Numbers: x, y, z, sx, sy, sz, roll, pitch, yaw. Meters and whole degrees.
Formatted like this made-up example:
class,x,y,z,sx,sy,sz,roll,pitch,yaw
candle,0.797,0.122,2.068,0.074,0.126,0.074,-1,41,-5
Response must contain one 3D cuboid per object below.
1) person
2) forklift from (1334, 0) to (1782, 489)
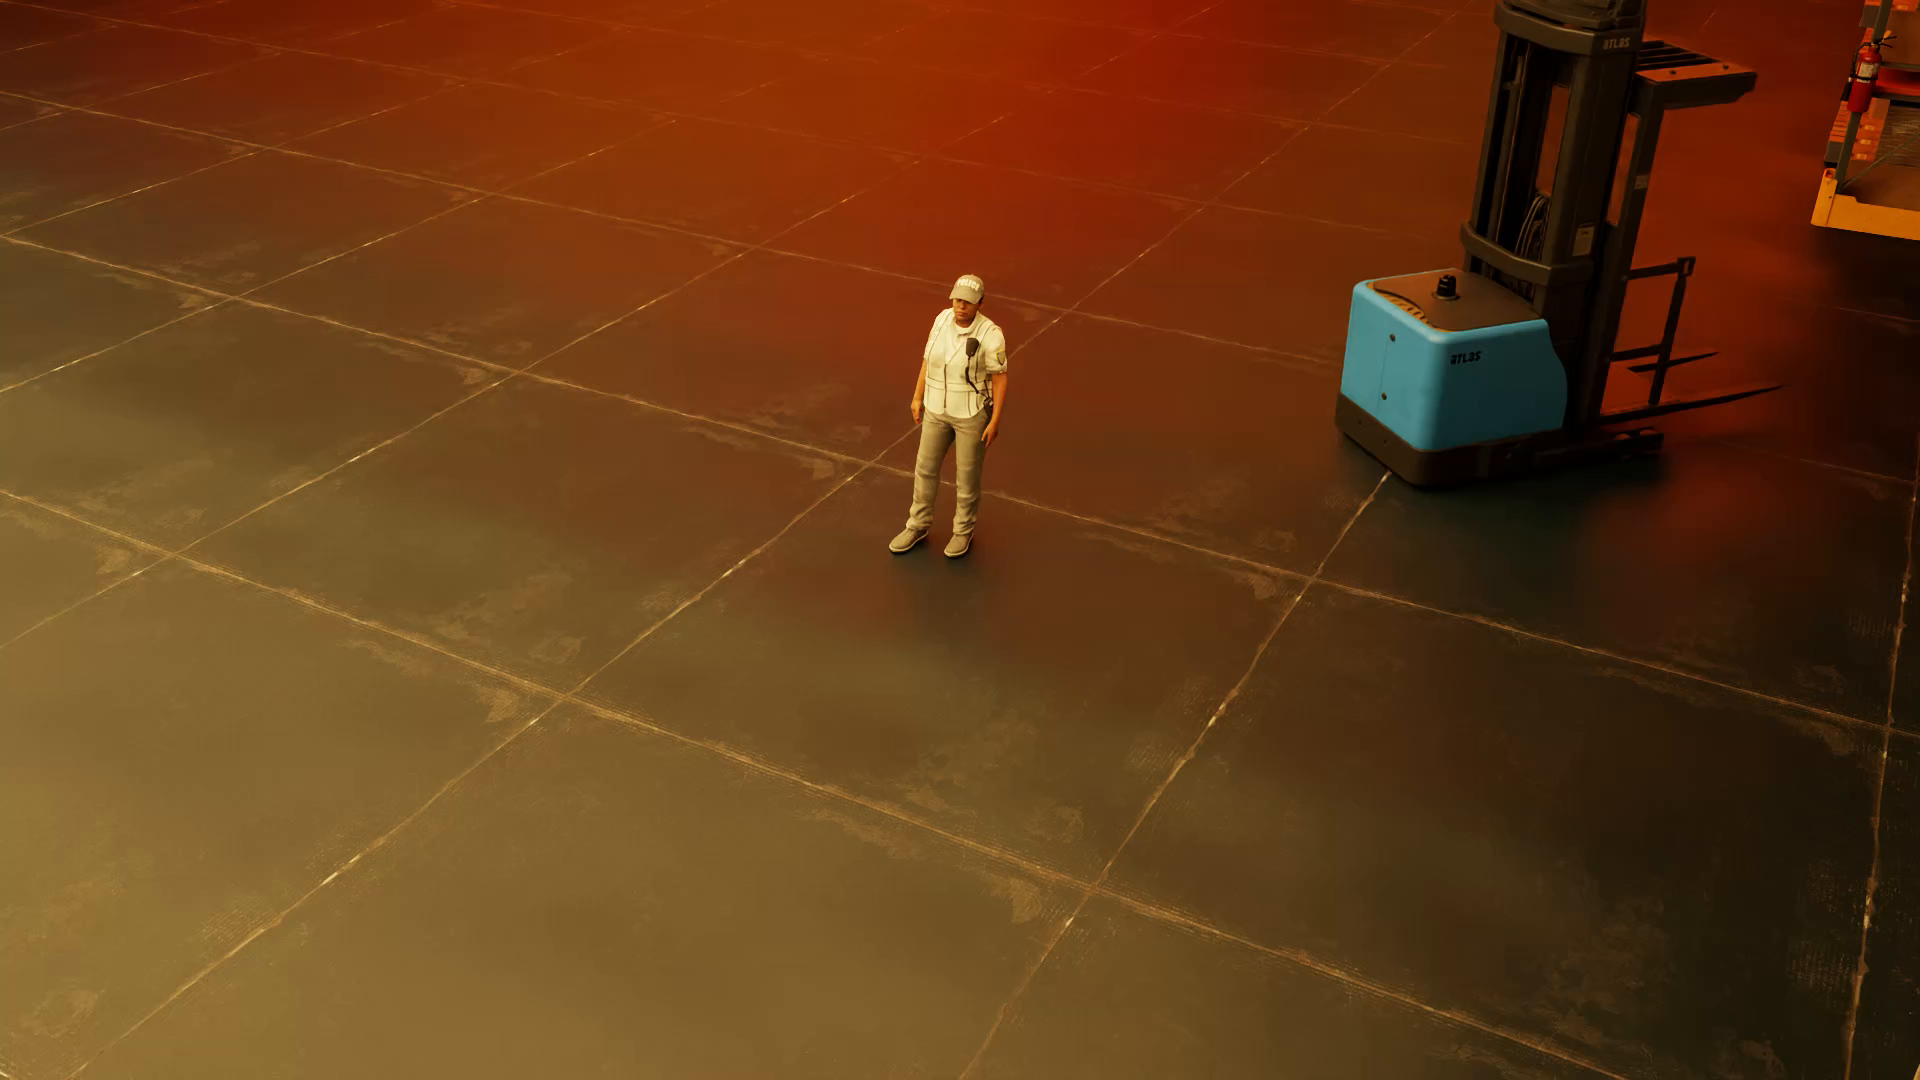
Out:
class,x,y,z,sx,sy,sz,roll,pitch,yaw
person,-0.057,-0.700,9.534,0.599,1.670,0.529,15,33,25
forklift,4.099,-2.036,10.599,3.031,2.935,1.130,-10,32,-17
